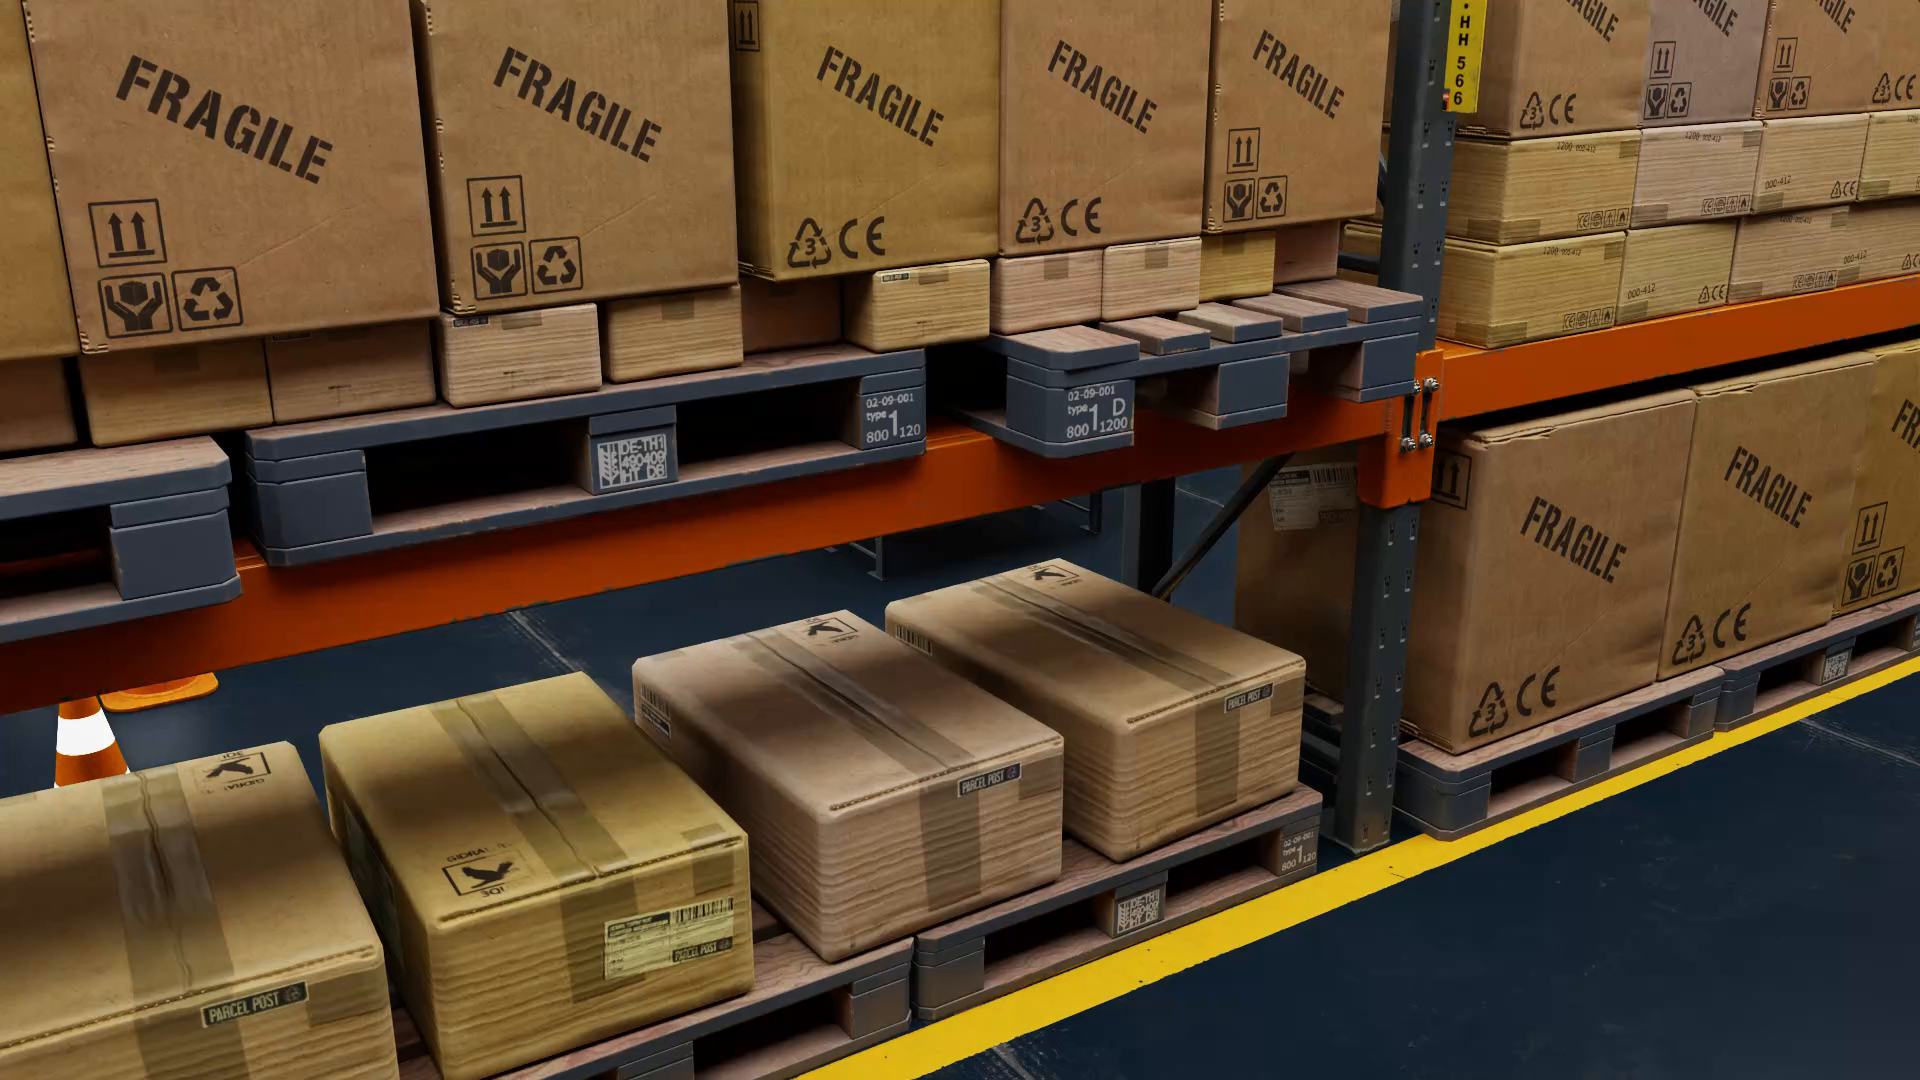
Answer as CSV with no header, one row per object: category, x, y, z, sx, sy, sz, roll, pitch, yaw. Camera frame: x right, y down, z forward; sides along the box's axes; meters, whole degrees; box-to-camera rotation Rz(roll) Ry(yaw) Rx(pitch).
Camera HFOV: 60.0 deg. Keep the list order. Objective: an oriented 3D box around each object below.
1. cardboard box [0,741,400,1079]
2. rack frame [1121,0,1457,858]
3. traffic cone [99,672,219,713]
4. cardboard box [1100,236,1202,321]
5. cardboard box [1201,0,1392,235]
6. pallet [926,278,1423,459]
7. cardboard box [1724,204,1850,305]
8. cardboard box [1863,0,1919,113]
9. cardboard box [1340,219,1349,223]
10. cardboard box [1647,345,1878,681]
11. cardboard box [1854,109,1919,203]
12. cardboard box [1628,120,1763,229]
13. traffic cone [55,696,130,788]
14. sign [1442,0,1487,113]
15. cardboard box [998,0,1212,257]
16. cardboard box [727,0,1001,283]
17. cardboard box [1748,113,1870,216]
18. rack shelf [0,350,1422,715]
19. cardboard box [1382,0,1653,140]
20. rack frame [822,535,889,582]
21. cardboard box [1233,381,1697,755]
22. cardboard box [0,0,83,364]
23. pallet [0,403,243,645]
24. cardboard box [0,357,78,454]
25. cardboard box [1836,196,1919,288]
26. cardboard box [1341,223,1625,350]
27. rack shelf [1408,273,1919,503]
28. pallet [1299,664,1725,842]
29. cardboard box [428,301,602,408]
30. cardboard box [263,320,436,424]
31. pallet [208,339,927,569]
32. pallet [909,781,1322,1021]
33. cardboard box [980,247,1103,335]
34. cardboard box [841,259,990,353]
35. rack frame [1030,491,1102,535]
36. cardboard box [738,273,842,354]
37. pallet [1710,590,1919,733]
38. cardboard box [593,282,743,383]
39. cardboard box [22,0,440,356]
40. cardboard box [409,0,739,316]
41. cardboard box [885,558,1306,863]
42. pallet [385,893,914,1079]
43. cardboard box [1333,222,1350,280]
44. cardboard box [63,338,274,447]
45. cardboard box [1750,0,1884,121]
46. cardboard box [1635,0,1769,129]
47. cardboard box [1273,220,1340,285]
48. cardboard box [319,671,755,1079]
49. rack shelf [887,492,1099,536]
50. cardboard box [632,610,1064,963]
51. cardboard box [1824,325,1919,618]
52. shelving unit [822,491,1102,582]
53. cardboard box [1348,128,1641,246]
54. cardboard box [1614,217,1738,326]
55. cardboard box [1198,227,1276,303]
cardboard box,-1.502,0.789,3.175,0.625,0.372,0.950,-10,21,-28
rack frame,0.803,-0.741,4.253,0.127,3.000,1.000,-12,22,-31
traffic cone,-2.579,0.254,5.271,0.334,0.463,0.336,-12,22,-31
cardboard box,0.289,-0.577,3.506,0.250,0.149,0.380,-12,22,-32
cardboard box,0.577,-0.974,3.665,0.500,0.500,0.500,-13,22,-33
pallet,0.267,-0.496,3.828,1.003,0.211,1.213,-12,22,-31
cardboard box,2.211,-0.875,4.883,0.500,0.250,0.500,-11,22,-30
cardboard box,2.623,-1.548,4.924,0.500,0.500,0.500,-12,22,-31
cardboard box,1.068,-1.060,4.650,0.500,0.250,0.500,-12,22,-32
cardboard box,2.173,-0.189,5.282,0.875,0.875,0.875,-12,22,-31
cardboard box,2.649,-1.191,5.038,0.500,0.250,0.500,-11,22,-30
cardboard box,1.795,-1.021,4.534,0.500,0.250,0.500,-11,22,-30
traffic cone,-2.272,0.572,4.329,0.334,0.463,0.336,-12,22,-31
sign,1.110,-1.109,3.656,0.005,0.325,0.100,-12,22,-31
cardboard box,0.151,-0.880,3.387,0.500,0.500,0.500,-12,22,-32
cardboard box,-0.270,-0.791,3.123,0.500,0.500,0.500,-14,23,-35
cardboard box,2.218,-1.105,4.784,0.500,0.250,0.500,-12,22,-32
rack shelf,-0.867,-0.048,3.326,4.000,0.370,1.077,-12,22,-31
cardboard box,1.350,-1.284,4.140,0.500,0.500,0.500,-13,22,-33
rack frame,-0.419,-0.445,6.303,0.032,1.125,0.500,-12,22,-31
cardboard box,1.426,-0.033,4.820,0.875,0.875,0.875,-12,22,-32
cardboard box,-1.570,-0.518,2.317,0.500,0.500,0.500,-12,22,-31
pallet,-1.819,-0.041,2.483,1.213,0.211,1.003,-12,22,-31
cardboard box,-1.494,-0.241,2.511,0.250,0.149,0.380,-10,21,-28
cardboard box,2.621,-0.963,5.143,0.500,0.250,0.500,-12,22,-31
cardboard box,1.351,-0.689,4.333,0.500,0.250,0.500,-12,22,-32
rack shelf,2.474,-0.753,5.410,4.000,0.370,1.077,-12,22,-31
pallet,1.503,0.461,5.051,1.213,0.211,1.003,-12,22,-31
cardboard box,-0.798,-0.351,2.837,0.250,0.149,0.380,-11,22,-29
cardboard box,-1.049,-0.318,2.740,0.250,0.149,0.380,-12,22,-31
pallet,-0.827,-0.291,3.220,1.213,0.211,1.003,-12,22,-31
pallet,0.150,0.717,4.294,1.213,0.211,1.003,-12,22,-31
cardboard box,0.075,-0.535,3.381,0.250,0.149,0.380,-13,23,-34
cardboard box,-0.148,-0.483,3.226,0.250,0.149,0.380,-11,22,-30
rack frame,0.430,-0.624,6.833,0.032,1.125,0.500,-12,22,-31
cardboard box,-0.427,-0.472,3.195,0.250,0.149,0.380,-12,22,-31
pallet,2.521,0.248,5.683,1.213,0.211,1.003,-12,22,-31
cardboard box,-0.591,-0.406,2.999,0.250,0.149,0.380,-13,22,-33
cardboard box,-1.150,-0.601,2.564,0.500,0.500,0.500,-12,22,-32
cardboard box,-0.726,-0.695,2.840,0.500,0.500,0.500,-13,23,-34
cardboard box,0.326,0.402,4.320,0.625,0.372,0.950,-14,23,-35
pallet,-0.868,0.931,3.662,1.213,0.211,1.003,-12,22,-31
cardboard box,1.083,-0.829,4.746,0.500,0.250,0.500,-13,23,-33
cardboard box,-1.256,-0.275,2.612,0.250,0.149,0.380,-12,22,-31
cardboard box,2.199,-1.460,4.664,0.500,0.500,0.500,-11,22,-30
cardboard box,1.759,-1.373,4.407,0.500,0.500,0.500,-12,22,-31
cardboard box,0.659,-0.700,3.869,0.250,0.149,0.380,-11,22,-29
cardboard box,-0.922,0.666,3.539,0.625,0.372,0.950,-11,22,-30
rack shelf,0.006,-0.302,6.646,1.000,0.278,0.538,-12,22,-31
cardboard box,-0.286,0.534,3.929,0.625,0.372,0.950,-12,22,-32
cardboard box,2.920,-0.346,5.747,0.875,0.875,0.875,-11,22,-30
shelving unit,0.006,-0.534,6.568,1.048,1.125,0.538,-12,22,-31
cardboard box,1.362,-0.930,4.266,0.500,0.250,0.500,-12,22,-32
cardboard box,1.770,-0.784,4.615,0.500,0.250,0.500,-13,22,-33
cardboard box,0.475,-0.634,3.672,0.250,0.149,0.380,-12,22,-31
